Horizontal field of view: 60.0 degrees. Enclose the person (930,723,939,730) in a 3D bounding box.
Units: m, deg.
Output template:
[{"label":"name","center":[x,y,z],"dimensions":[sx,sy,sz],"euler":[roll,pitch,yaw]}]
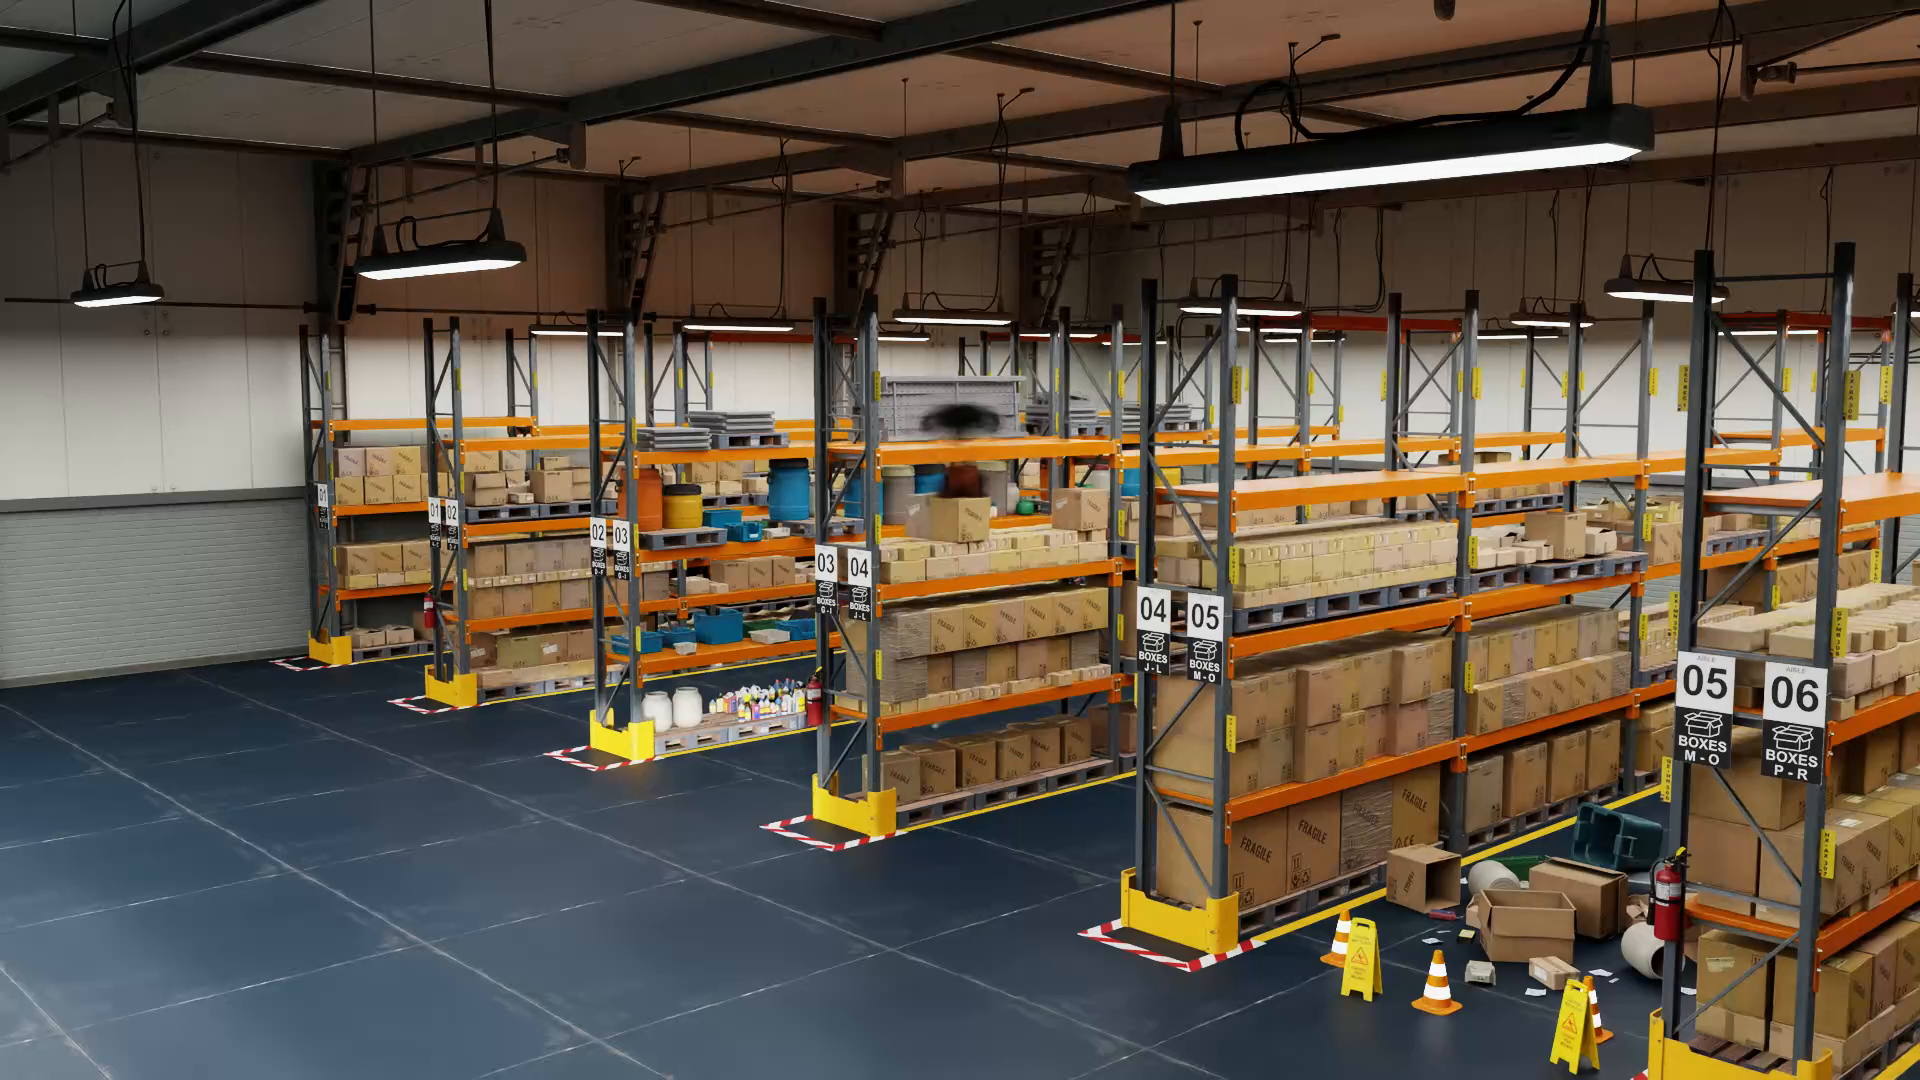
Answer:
[{"label":"person","center":[-0.411,1.842,24.355],"dimensions":[0.722,1.752,0.991],"euler":[2,6,16]}]
